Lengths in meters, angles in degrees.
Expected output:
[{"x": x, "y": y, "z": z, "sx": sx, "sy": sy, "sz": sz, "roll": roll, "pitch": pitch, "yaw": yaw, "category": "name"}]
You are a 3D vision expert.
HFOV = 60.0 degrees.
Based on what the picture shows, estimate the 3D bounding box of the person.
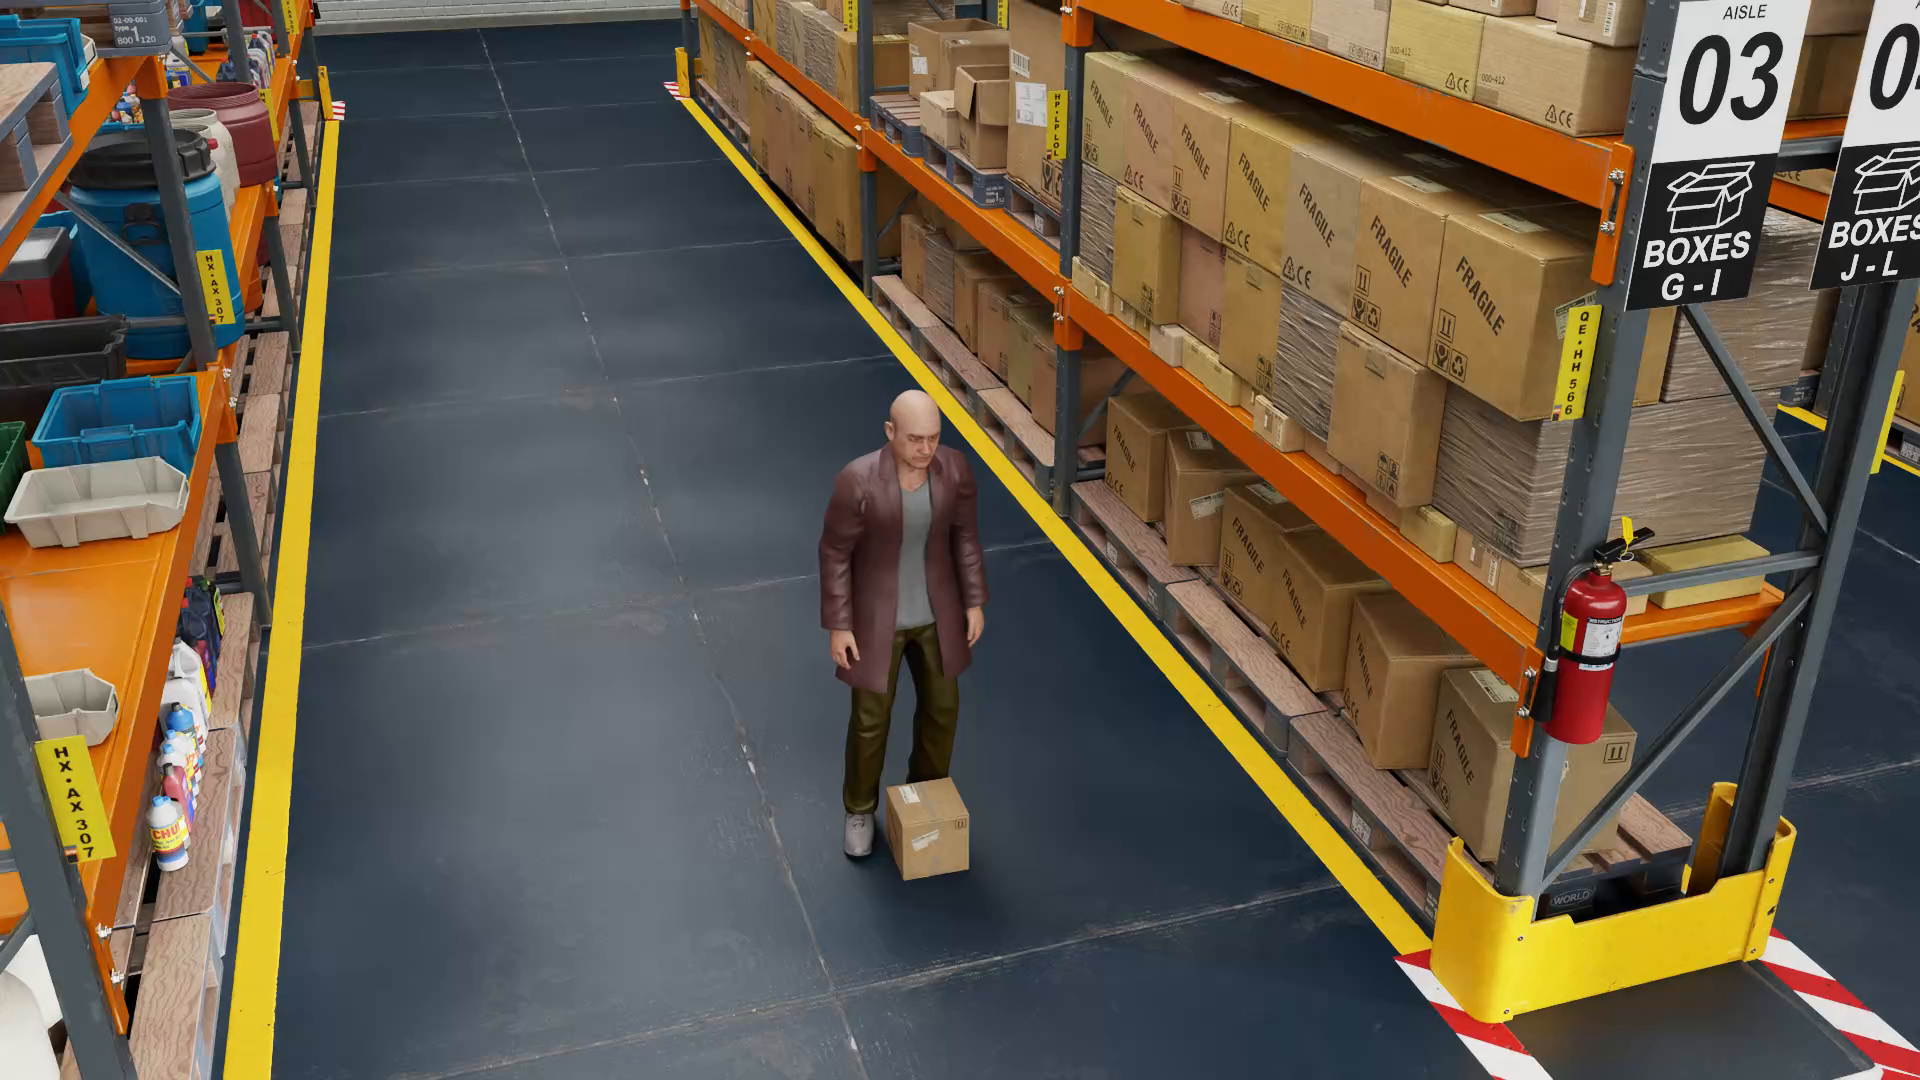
[{"x": -0.194, "y": 0.281, "z": 6.055, "sx": 0.648, "sy": 1.772, "sz": 0.429, "roll": -10, "pitch": 28, "yaw": -19, "category": "person"}]
